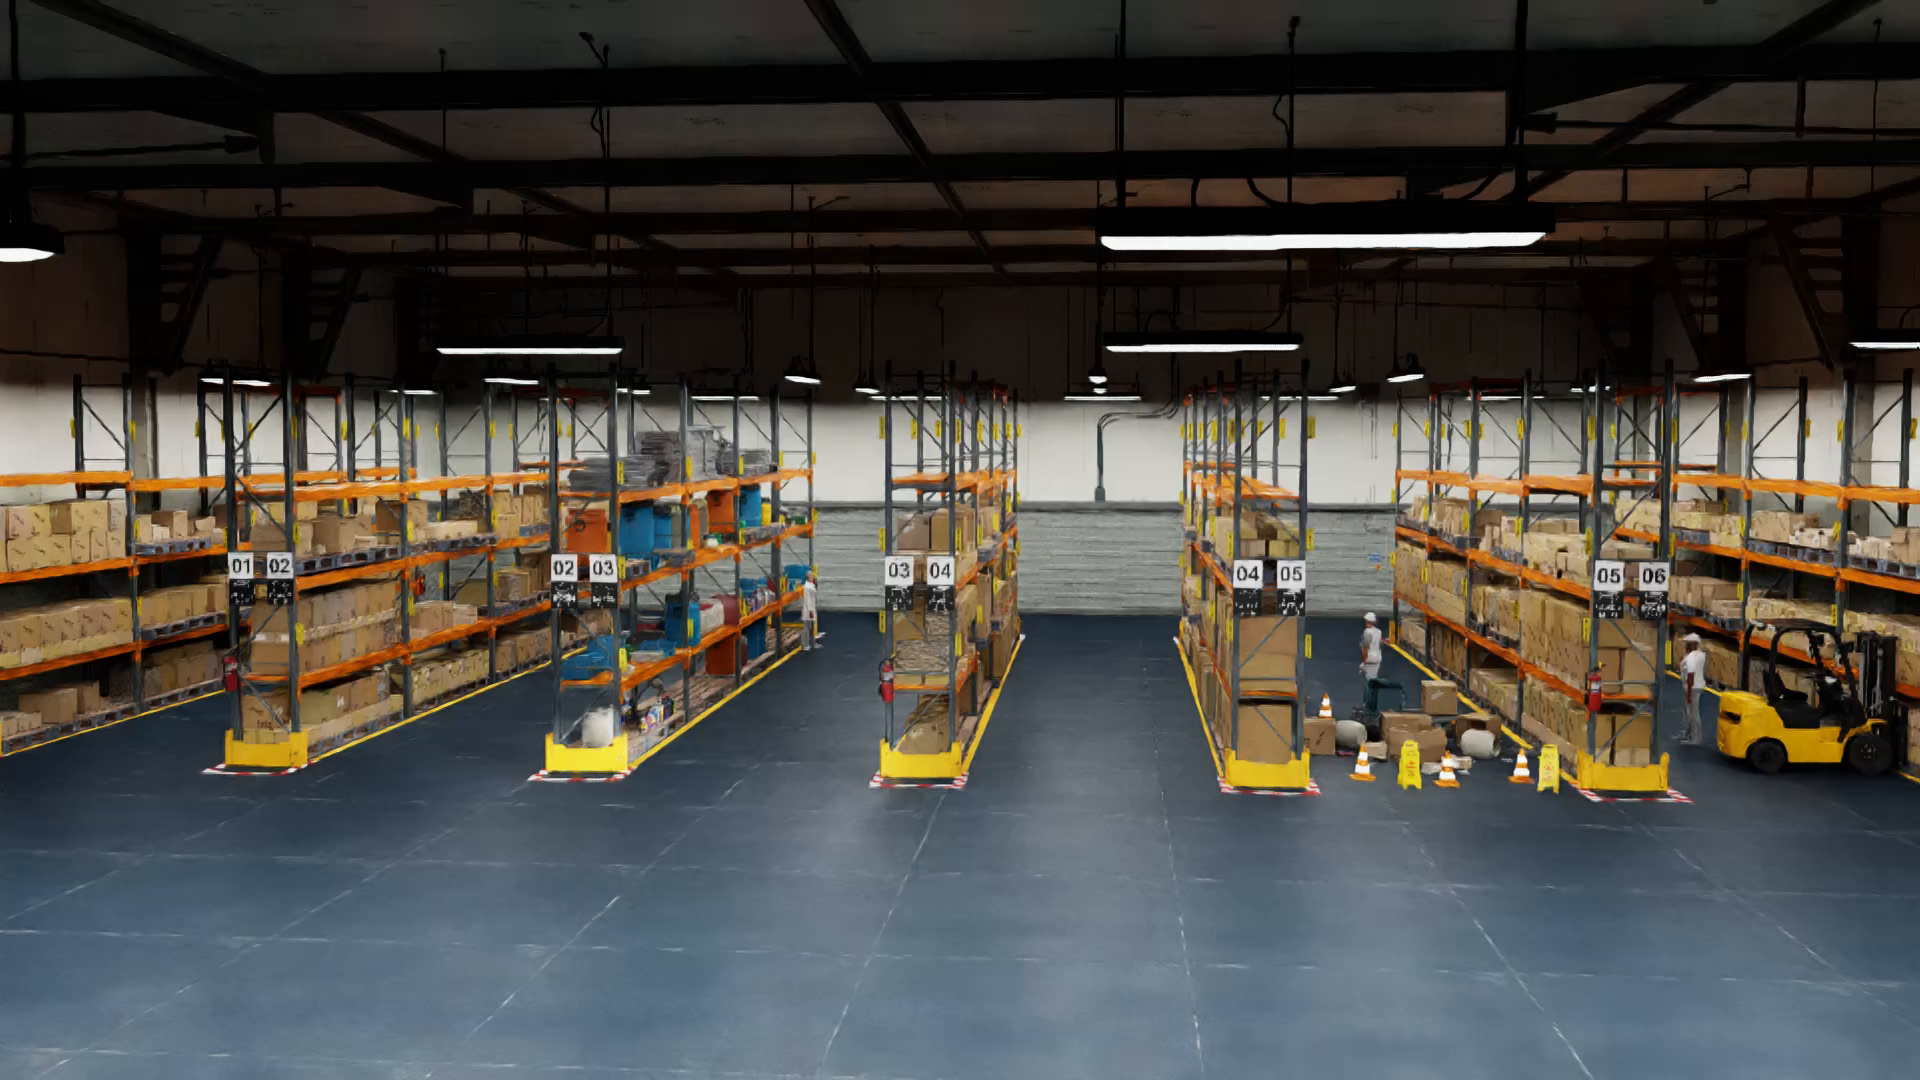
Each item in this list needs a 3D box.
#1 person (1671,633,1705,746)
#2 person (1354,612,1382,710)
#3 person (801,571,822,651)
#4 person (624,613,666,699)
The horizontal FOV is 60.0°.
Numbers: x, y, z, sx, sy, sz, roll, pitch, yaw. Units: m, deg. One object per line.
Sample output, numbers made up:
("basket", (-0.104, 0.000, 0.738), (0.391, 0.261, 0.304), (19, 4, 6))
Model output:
("person", (11.615, 2.361, 26.514), (0.503, 1.764, 0.624), (3, 5, 35))
("person", (7.223, 2.161, 29.388), (0.577, 1.785, 0.655), (3, 5, 34))
("person", (-3.407, 1.602, 37.890), (0.436, 1.785, 0.707), (0, 4, 4))
("person", (-5.790, 2.158, 30.279), (0.586, 1.704, 0.985), (2, 4, 28))
